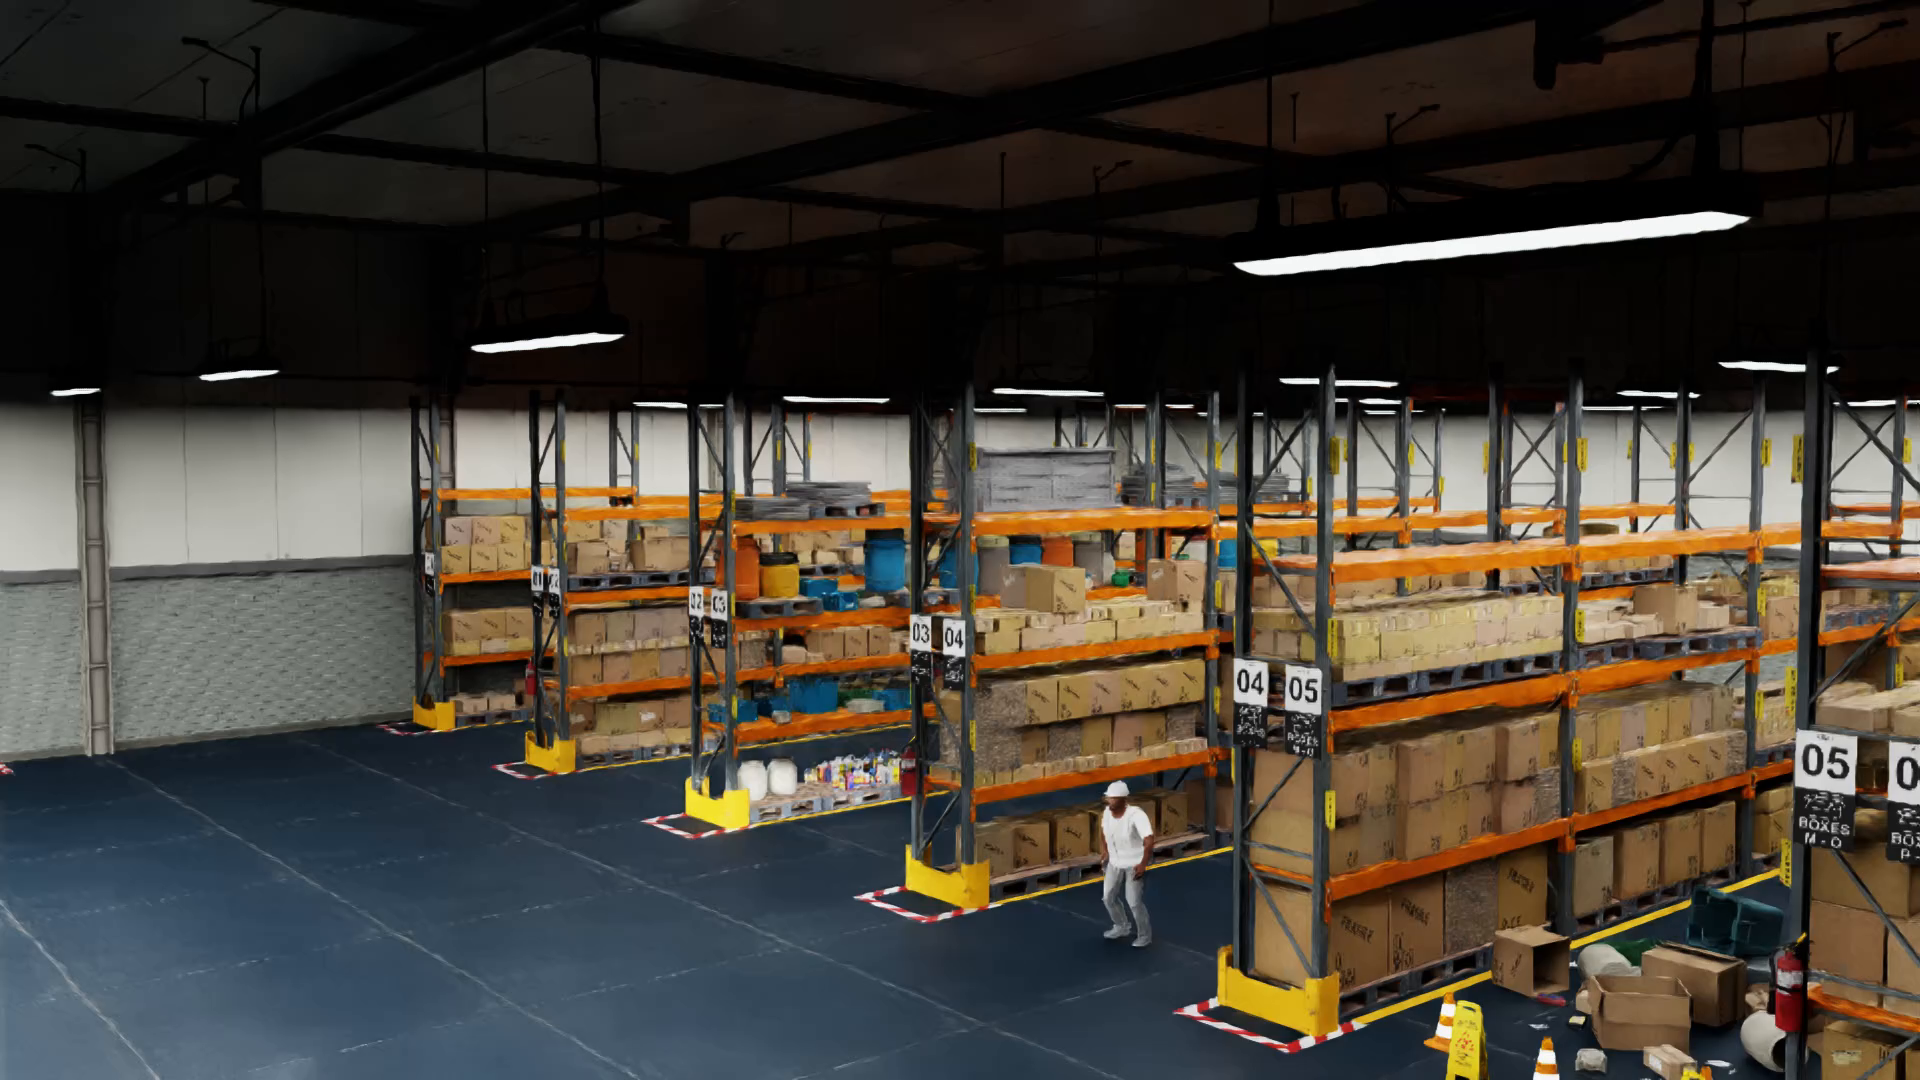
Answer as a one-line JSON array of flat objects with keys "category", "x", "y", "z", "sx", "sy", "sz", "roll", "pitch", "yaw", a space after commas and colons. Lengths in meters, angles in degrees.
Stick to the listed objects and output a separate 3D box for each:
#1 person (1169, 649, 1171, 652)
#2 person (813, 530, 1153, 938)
[{"category": "person", "x": 3.676, "y": 2.545, "z": 30.236, "sx": 0.547, "sy": 1.655, "sz": 0.515, "roll": -1, "pitch": 3, "yaw": -12}, {"category": "person", "x": -0.386, "y": 1.883, "z": 23.319, "sx": 5.781, "sy": 3.695, "sz": 12.975, "roll": -3, "pitch": 4, "yaw": -41}]
